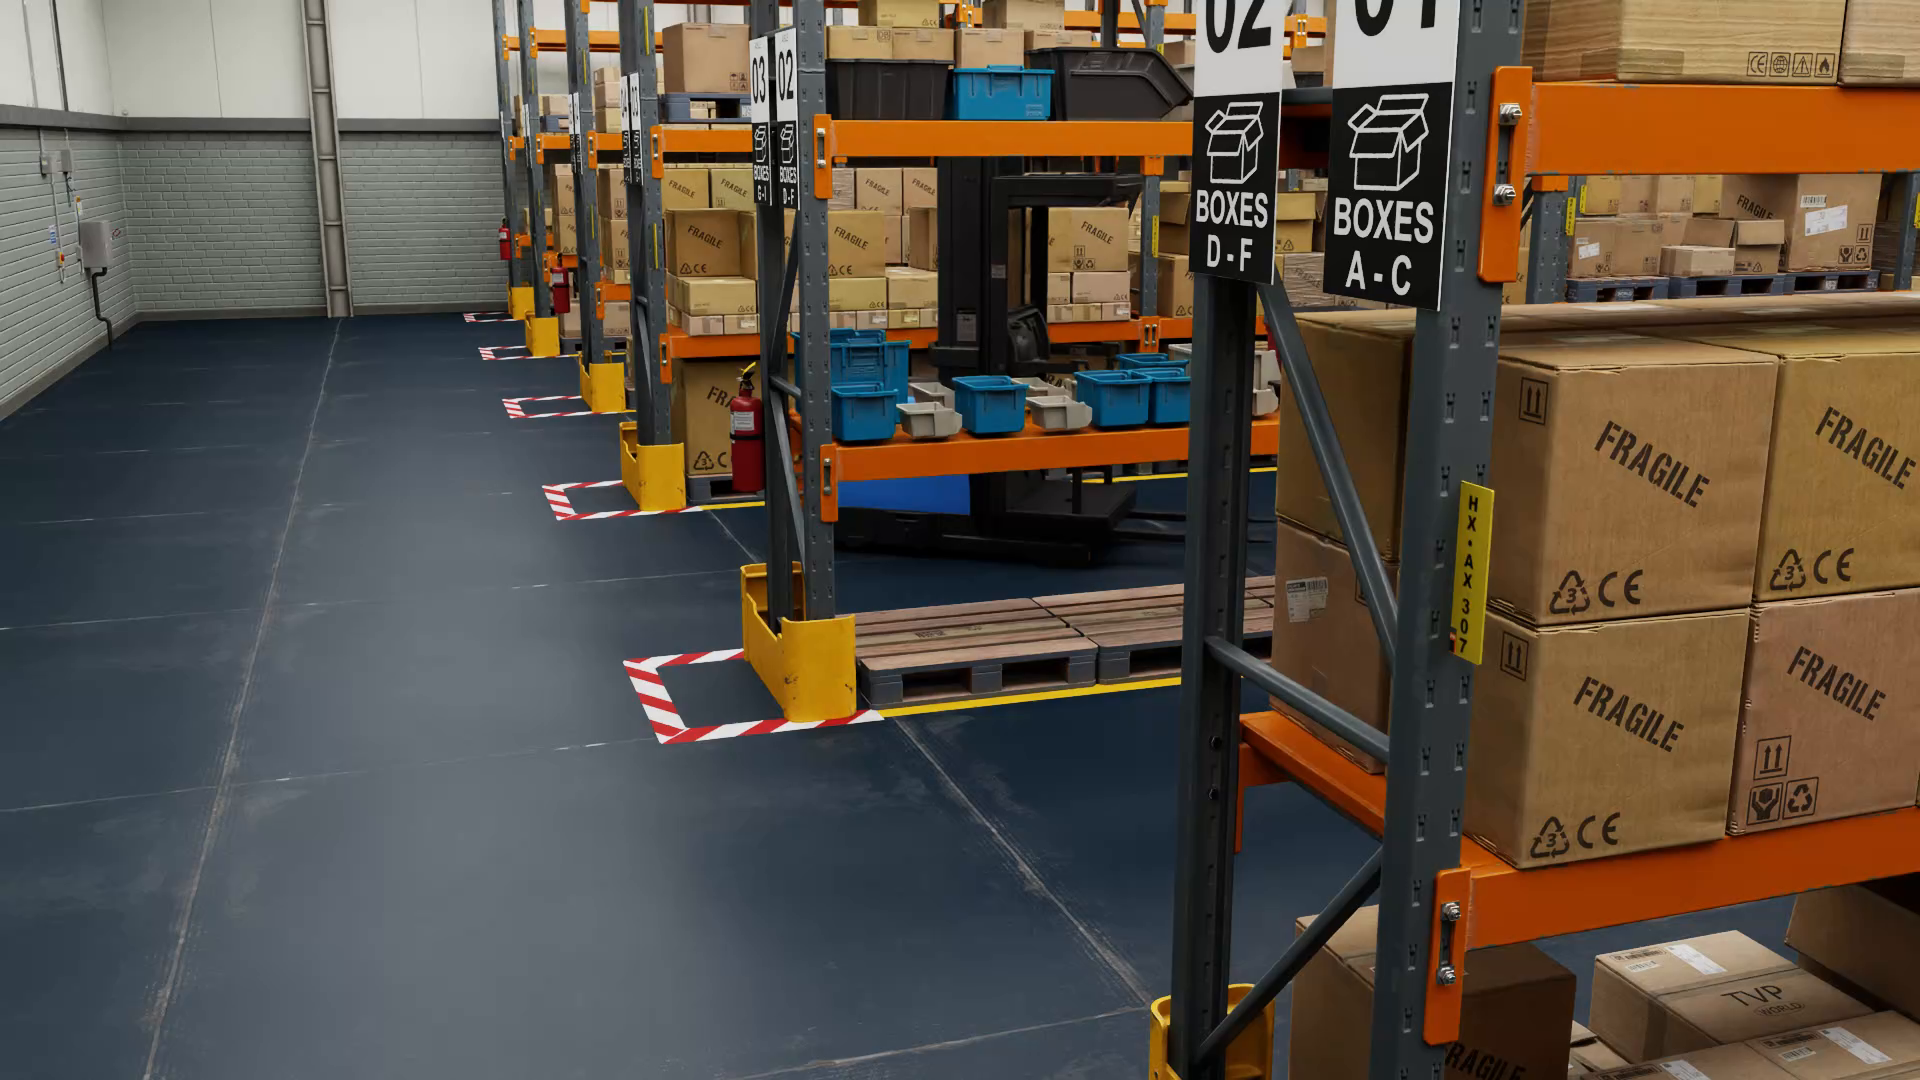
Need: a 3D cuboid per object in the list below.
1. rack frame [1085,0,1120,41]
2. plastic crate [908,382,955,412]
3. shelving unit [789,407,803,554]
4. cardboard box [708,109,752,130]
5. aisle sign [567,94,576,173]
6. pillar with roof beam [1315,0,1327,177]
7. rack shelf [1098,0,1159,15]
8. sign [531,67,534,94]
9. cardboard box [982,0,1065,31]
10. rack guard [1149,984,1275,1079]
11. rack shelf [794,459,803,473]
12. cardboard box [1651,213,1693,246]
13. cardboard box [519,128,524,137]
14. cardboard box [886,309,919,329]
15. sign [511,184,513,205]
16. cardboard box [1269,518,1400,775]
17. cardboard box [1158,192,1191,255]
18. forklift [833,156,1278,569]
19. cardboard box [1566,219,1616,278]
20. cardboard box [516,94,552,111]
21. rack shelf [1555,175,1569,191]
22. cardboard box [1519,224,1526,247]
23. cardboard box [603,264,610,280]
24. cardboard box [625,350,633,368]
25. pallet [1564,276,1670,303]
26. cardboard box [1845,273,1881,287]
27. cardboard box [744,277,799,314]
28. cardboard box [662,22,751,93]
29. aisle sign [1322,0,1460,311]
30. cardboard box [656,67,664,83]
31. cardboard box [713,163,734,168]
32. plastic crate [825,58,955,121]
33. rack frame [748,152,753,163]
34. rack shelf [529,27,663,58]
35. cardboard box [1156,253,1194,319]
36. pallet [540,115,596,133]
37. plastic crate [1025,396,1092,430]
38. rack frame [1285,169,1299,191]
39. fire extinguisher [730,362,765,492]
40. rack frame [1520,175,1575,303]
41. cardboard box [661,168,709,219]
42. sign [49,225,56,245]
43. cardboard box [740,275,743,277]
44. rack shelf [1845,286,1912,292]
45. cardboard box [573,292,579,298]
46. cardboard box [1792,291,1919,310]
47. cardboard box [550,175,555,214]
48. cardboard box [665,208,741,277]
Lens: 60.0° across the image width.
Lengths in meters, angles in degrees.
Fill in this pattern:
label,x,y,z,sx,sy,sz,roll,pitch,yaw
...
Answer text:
label,x,y,z,sx,sy,sz,roll,pitch,yaw
rack frame,2.024,-7.493,23.700,0.127,3.000,1.000,-4,14,-18
plastic crate,-0.102,-0.725,8.651,0.243,0.136,0.396,-4,14,-18
shelving unit,-1.078,-0.522,11.216,0.189,1.200,0.258,-7,14,-5
cardboard box,-2.392,-4.348,17.284,0.500,0.250,0.500,-5,14,-20
aisle sign,-4.048,-4.231,17.332,0.004,0.787,0.394,-4,14,-18
pillar with roof beam,8.446,-8.374,27.403,0.400,9.000,9.100,-4,14,-18
rack shelf,-0.502,-4.333,12.830,4.000,0.370,1.077,-4,14,-18
sign,-5.387,-5.785,20.941,0.005,0.325,0.100,-4,14,-18
cardboard box,0.501,-4.164,13.224,0.500,0.250,0.500,-5,14,-22
rack guard,0.831,1.572,3.952,0.348,0.500,1.175,-4,14,-18
rack shelf,-1.073,-0.479,11.227,0.180,0.103,0.258,-7,14,-5
cardboard box,8.899,-3.954,21.461,0.550,0.550,0.875,-4,14,-18
cardboard box,-6.768,-6.382,26.054,0.250,0.149,0.380,-4,14,-17
cardboard box,-0.498,-1.756,13.087,0.250,0.149,0.380,-5,14,-19
sign,-6.971,-5.375,25.887,0.005,0.325,0.100,-4,14,-18
cardboard box,1.096,0.221,4.017,0.500,0.500,0.500,-4,14,-16
cardboard box,1.997,-2.692,14.093,0.637,0.503,0.797,-5,14,-20
forklift,0.648,-1.374,11.087,3.031,2.935,1.130,4,14,16
cardboard box,5.684,-2.703,15.401,0.500,0.500,0.500,-6,15,-25
cardboard box,-6.644,-6.825,25.971,0.500,0.250,0.500,-5,14,-19
rack shelf,4.869,-2.277,9.805,4.000,0.370,1.077,-4,14,-18
cardboard box,6.602,-3.706,20.525,0.500,0.500,0.500,-5,14,-19
cardboard box,-3.664,-2.870,17.770,0.250,0.149,0.380,-4,14,-18
cardboard box,-3.474,-1.970,18.053,0.250,0.149,0.380,-5,14,-20
pallet,5.826,-2.384,15.598,1.003,0.211,1.213,-4,14,-18
cardboard box,9.086,-2.655,16.864,0.250,0.149,0.380,-4,14,-18
cardboard box,-1.366,-1.899,12.824,0.500,0.250,0.500,-5,14,-19
cardboard box,-1.921,-3.622,12.566,0.500,0.500,0.700,-5,14,-21
aisle sign,0.788,-0.833,3.046,0.004,0.787,0.394,-4,14,-18
cardboard box,-2.976,-4.723,16.915,0.250,0.149,0.380,-4,14,-18
cardboard box,-3.189,-4.957,22.223,0.250,0.149,0.380,-5,14,-19
plastic crate,-0.364,-2.088,7.738,0.590,0.269,0.497,-4,14,-18
rack frame,-3.353,-5.368,27.728,0.127,3.000,1.000,-4,14,-18
rack shelf,-3.662,-6.506,21.967,4.000,0.370,1.077,-4,14,-18
cardboard box,1.910,-2.134,13.916,0.500,0.500,0.500,-4,14,-18
pallet,-4.858,-5.458,21.815,1.213,0.211,1.003,-4,14,-18
plastic crate,0.495,-0.627,8.237,0.298,0.136,0.250,-4,14,-18
rack frame,3.699,-3.497,19.861,0.127,3.000,1.000,-4,14,-18
fire extinguisher,-1.105,-0.594,8.631,0.183,0.674,0.296,-4,14,-18
rack frame,5.185,-2.401,15.256,0.127,3.000,1.000,-4,14,-18
cardboard box,-2.897,-3.600,17.274,0.500,0.500,0.500,-4,14,-16
sign,-10.937,-3.679,20.046,0.001,0.218,0.327,-4,14,-18
cardboard box,-1.542,-2.014,13.309,0.500,0.250,0.500,-5,14,-19
rack shelf,10.872,-2.494,17.201,4.000,0.370,1.077,-4,14,-18
cardboard box,-6.119,-3.937,26.967,0.250,0.149,0.380,-5,14,-20
cardboard box,2.548,-0.381,4.385,0.500,0.500,0.500,-4,14,-16
cardboard box,-5.177,-4.607,22.153,0.500,0.500,0.500,-4,14,-16
cardboard box,-2.019,-2.341,13.064,0.500,0.500,0.500,-4,14,-17
